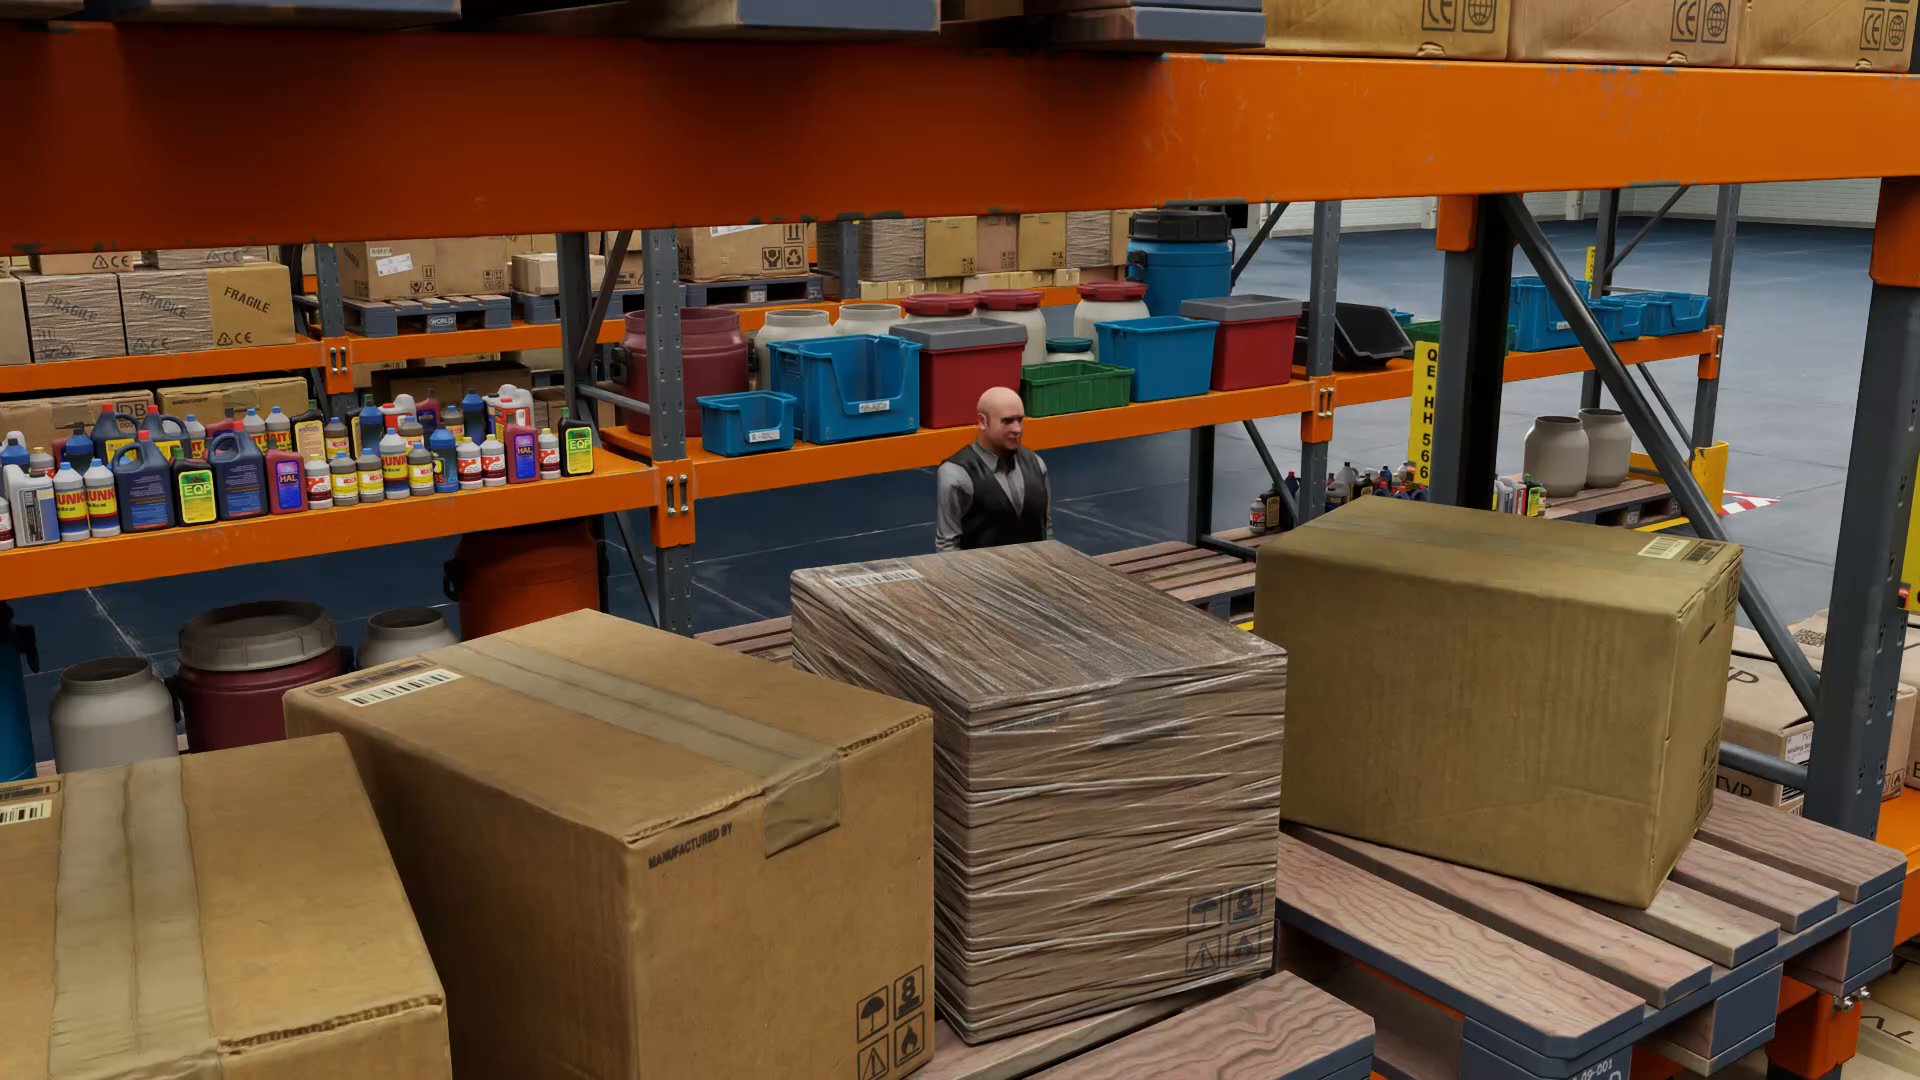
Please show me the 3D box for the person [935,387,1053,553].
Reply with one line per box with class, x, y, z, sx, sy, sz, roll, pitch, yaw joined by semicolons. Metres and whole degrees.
person;0.174;0.258;6.554;0.542;1.726;0.480;-10;17;-34
